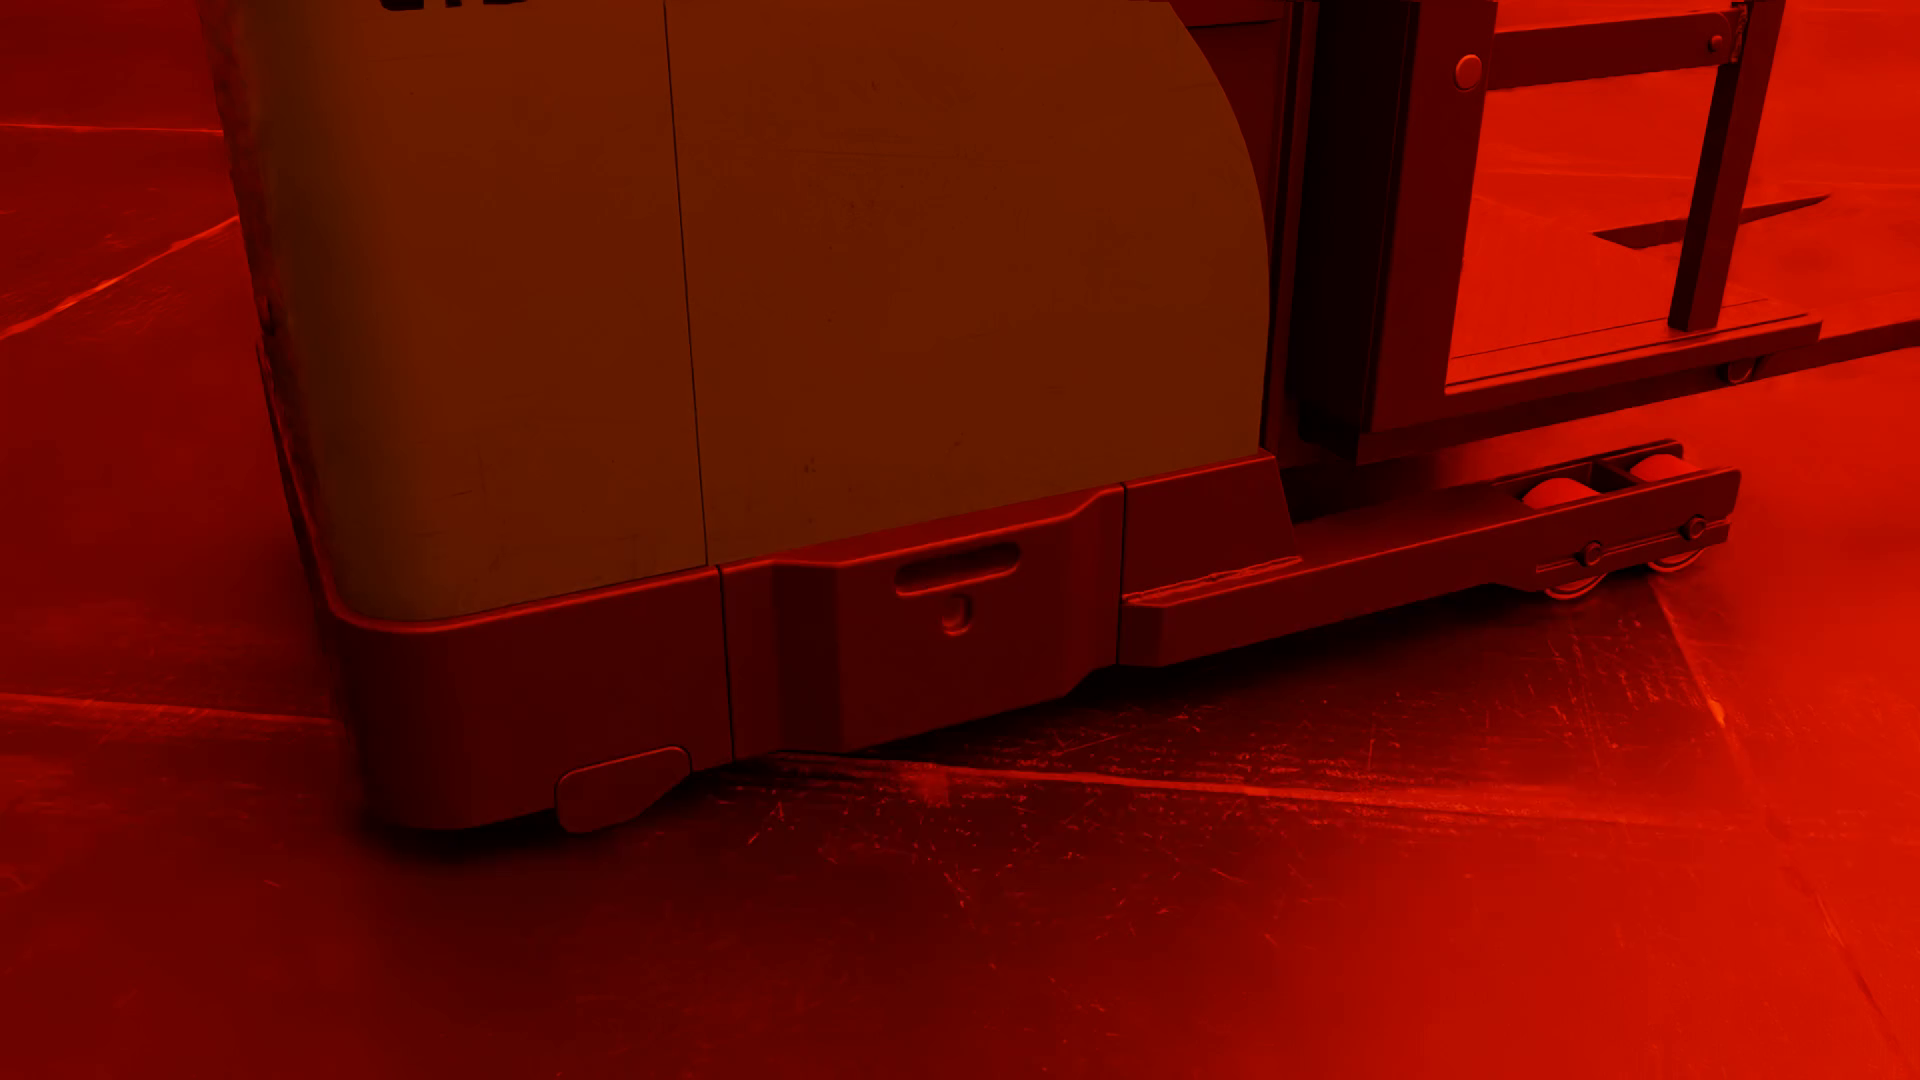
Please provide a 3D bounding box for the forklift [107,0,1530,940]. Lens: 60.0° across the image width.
[{"bbox_3d":[0.293,-1.553,2.330,1.130,2.935,3.031,14,30,26],"label":"forklift"}]
